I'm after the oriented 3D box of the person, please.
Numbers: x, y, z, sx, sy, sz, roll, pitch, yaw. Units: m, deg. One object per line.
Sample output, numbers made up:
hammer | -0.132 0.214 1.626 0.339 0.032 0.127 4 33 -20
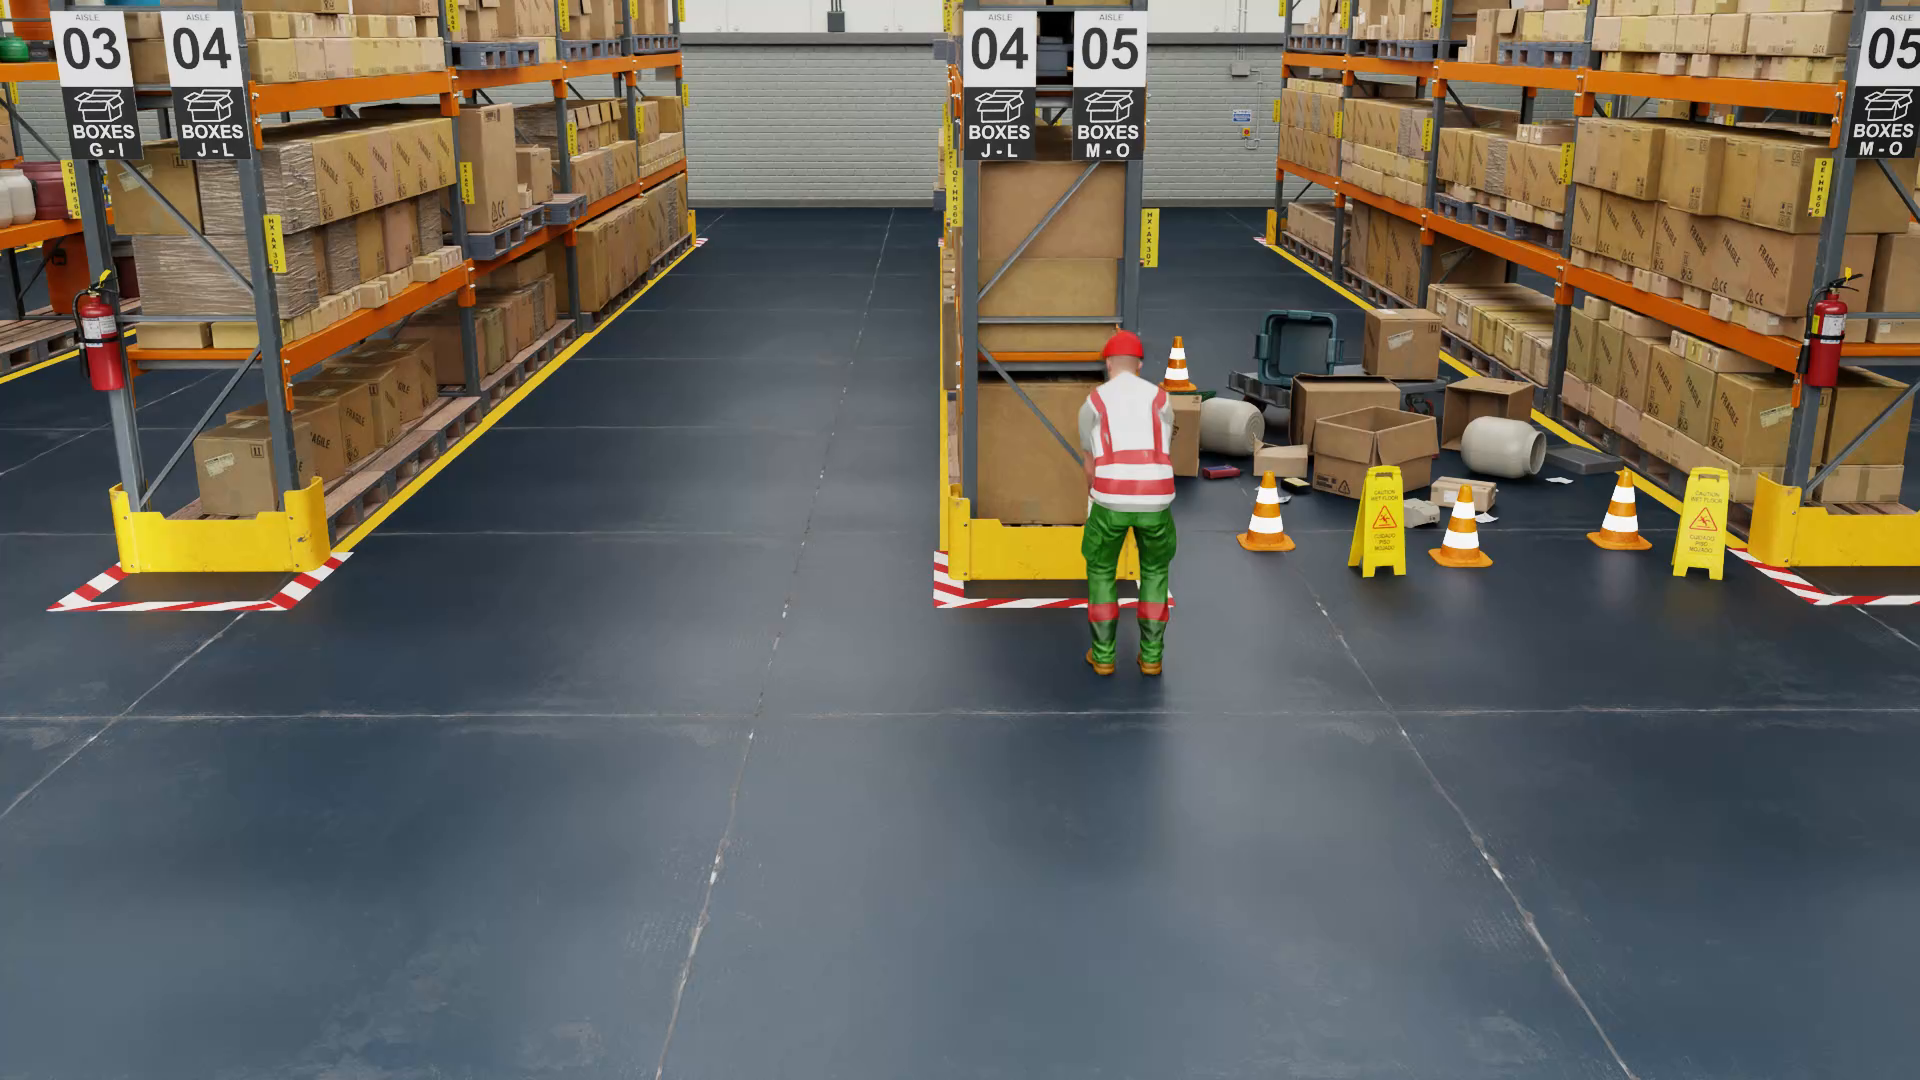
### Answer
person | 0.831 -0.192 8.336 0.489 1.669 0.691 -1 17 -2
